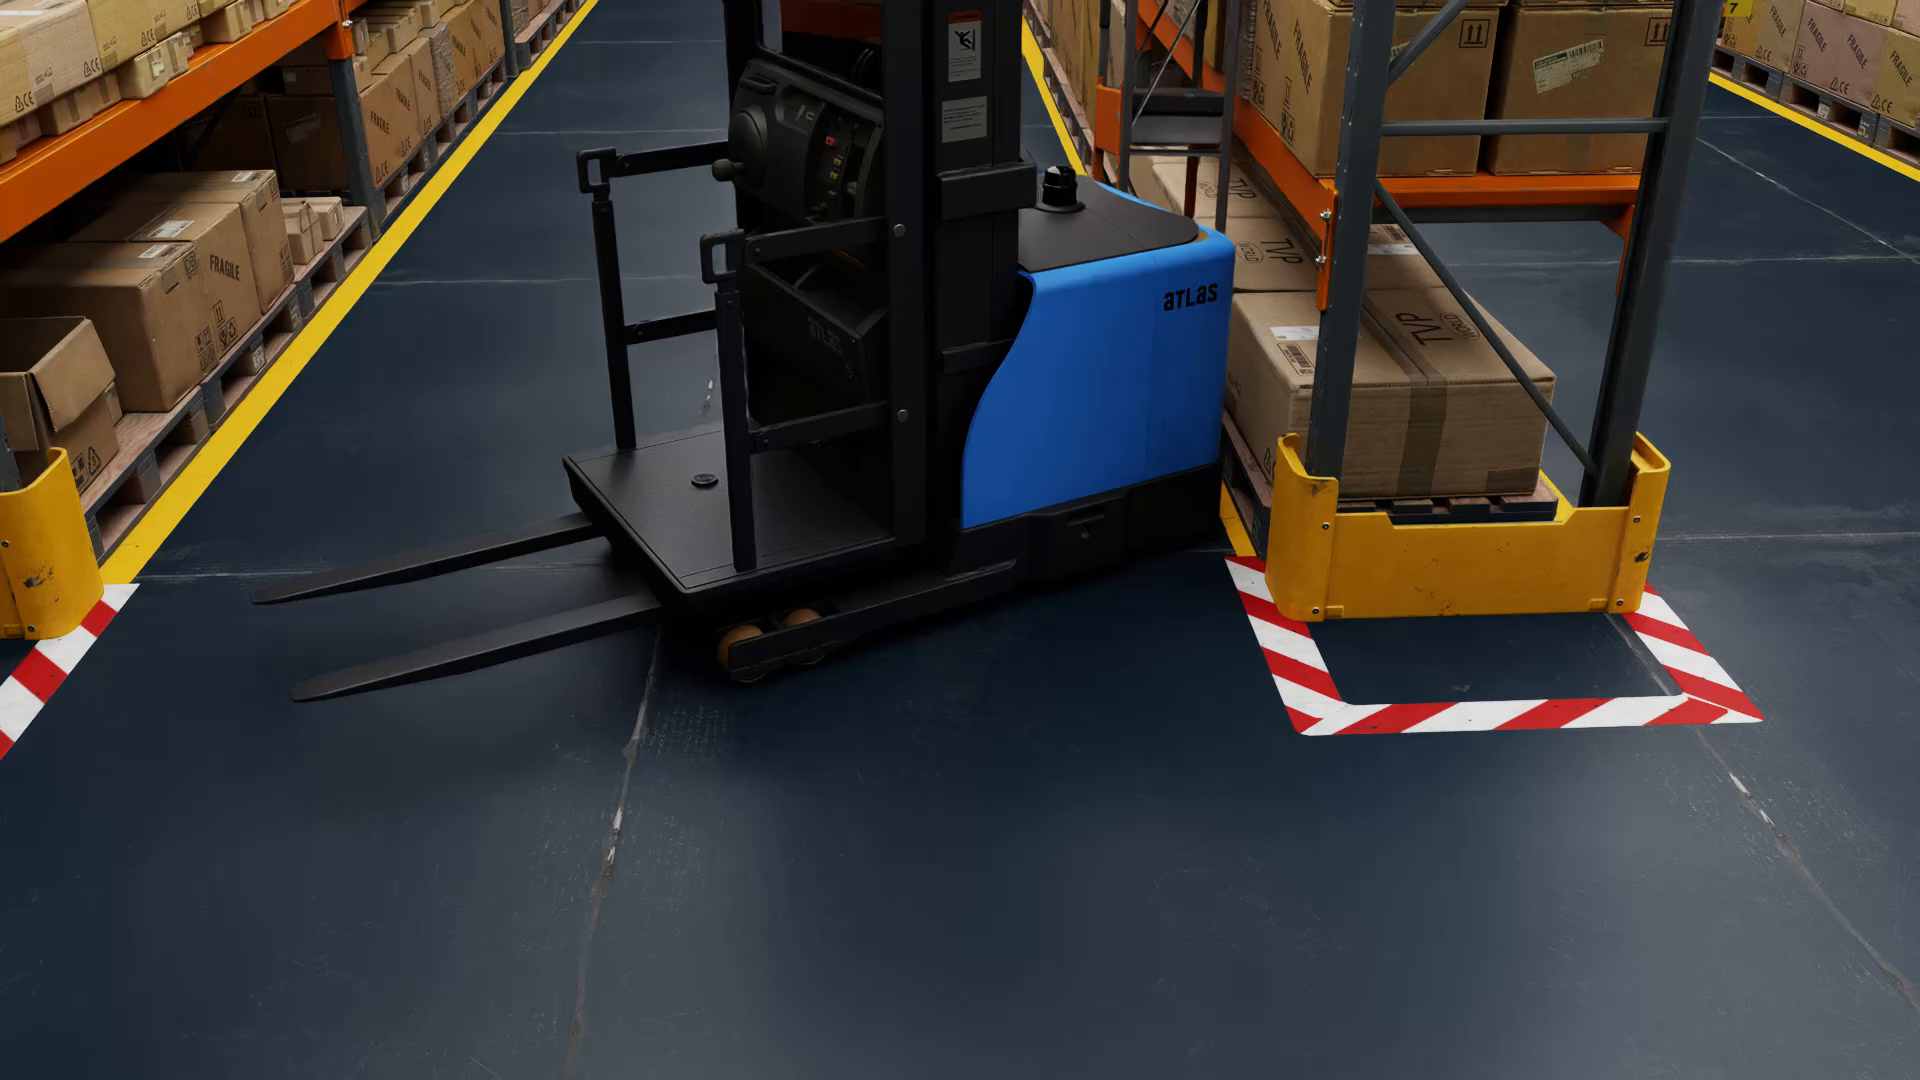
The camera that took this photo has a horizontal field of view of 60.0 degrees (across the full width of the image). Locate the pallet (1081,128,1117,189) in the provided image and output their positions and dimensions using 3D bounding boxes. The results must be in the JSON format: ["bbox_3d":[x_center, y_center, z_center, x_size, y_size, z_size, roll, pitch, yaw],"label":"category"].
[{"bbox_3d":[1.272,-2.139,9.623,1.003,0.211,1.213,-1,28,-3],"label":"pallet"}]

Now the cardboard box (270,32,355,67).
[{"bbox_3d":[-3.383,-2.568,8.655,0.380,0.149,0.250,-2,28,-4],"label":"cardboard box"}]

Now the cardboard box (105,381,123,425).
[{"bbox_3d":[-3.281,-0.456,6.010,0.380,0.149,0.250,-2,28,-5],"label":"cardboard box"}]

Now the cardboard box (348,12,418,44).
[{"bbox_3d":[-3.453,-3.039,9.880,0.380,0.149,0.250,0,28,-1],"label":"cardboard box"}]

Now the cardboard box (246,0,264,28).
[{"bbox_3d":[-3.240,-2.286,7.161,0.380,0.149,0.250,-1,28,-1],"label":"cardboard box"}]

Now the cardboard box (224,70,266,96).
[{"bbox_3d":[-3.876,-2.428,8.709,0.380,0.149,0.250,-2,28,-5],"label":"cardboard box"}]

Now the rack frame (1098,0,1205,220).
[{"bbox_3d":[0.716,-1.523,6.398,0.400,2.100,0.015,-1,18,-6],"label":"rack frame"}]

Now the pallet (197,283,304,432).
[{"bbox_3d":[-3.467,-0.781,7.020,1.003,0.211,1.213,-1,28,-3],"label":"pallet"}]

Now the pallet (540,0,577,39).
[{"bbox_3d":[-3.843,-4.454,14.061,1.003,0.211,1.213,-1,28,-3],"label":"pallet"}]

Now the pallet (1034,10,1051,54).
[{"bbox_3d":[1.140,-3.993,13.177,1.003,0.211,1.213,-1,28,-3],"label":"pallet"}]

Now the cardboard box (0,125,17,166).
[{"bbox_3d":[-3.163,-1.216,5.109,0.380,0.149,0.250,-1,28,-1],"label":"cardboard box"}]

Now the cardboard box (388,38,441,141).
[{"bbox_3d":[-3.429,-2.683,9.899,0.500,0.500,0.500,-2,28,-4],"label":"cardboard box"}]

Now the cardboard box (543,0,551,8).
[{"bbox_3d":[-3.874,-4.781,13.787,0.875,0.625,0.625,-2,28,-5],"label":"cardboard box"}]

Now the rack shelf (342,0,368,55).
[{"bbox_3d":[-3.673,-3.504,10.003,1.077,0.370,4.000,-1,28,-3],"label":"rack shelf"}]

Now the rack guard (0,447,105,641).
[{"bbox_3d":[-3.364,0.021,5.169,1.175,0.500,0.348,-1,28,-3],"label":"rack guard"}]

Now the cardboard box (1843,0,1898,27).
[{"bbox_3d":[5.979,-3.417,10.496,0.500,0.250,0.500,-3,28,-5],"label":"cardboard box"}]

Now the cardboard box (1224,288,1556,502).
[{"bbox_3d":[1.462,-0.526,5.832,0.875,0.438,0.875,-2,28,-4],"label":"cardboard box"}]

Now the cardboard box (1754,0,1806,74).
[{"bbox_3d":[5.929,-3.548,11.557,0.500,0.500,0.500,-1,28,-2],"label":"cardboard box"}]

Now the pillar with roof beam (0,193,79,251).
[{"bbox_3d":[-0.134,-5.320,6.220,9.100,9.000,0.400,-1,28,-3],"label":"pillar with roof beam"}]

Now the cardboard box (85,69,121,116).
[{"bbox_3d":[-3.183,-1.577,5.802,0.380,0.149,0.250,-1,28,-2],"label":"cardboard box"}]

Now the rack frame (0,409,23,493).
[{"bbox_3d":[-3.360,-1.052,4.524,1.000,3.000,0.127,-1,28,-3],"label":"rack frame"}]

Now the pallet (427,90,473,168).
[{"bbox_3d":[-3.716,-2.603,10.512,1.003,0.211,1.213,-1,28,-3],"label":"pallet"}]

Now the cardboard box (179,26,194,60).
[{"bbox_3d":[-3.237,-1.934,6.486,0.380,0.149,0.250,-1,28,-3],"label":"cardboard box"}]

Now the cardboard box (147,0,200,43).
[{"bbox_3d":[-3.219,-2.036,6.251,0.500,0.250,0.500,-2,28,-4],"label":"cardboard box"}]

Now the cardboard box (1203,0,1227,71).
[{"bbox_3d":[1.219,-2.142,6.506,0.500,0.500,0.500,-1,28,-1],"label":"cardboard box"}]

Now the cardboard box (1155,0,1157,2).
[{"bbox_3d":[1.151,-2.842,7.848,0.500,0.500,0.500,-1,28,-1],"label":"cardboard box"}]

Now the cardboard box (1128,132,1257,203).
[{"bbox_3d":[1.313,-1.779,8.233,0.875,0.438,0.875,-2,28,-3],"label":"cardboard box"}]

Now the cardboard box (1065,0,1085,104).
[{"bbox_3d":[1.174,-3.380,10.829,0.875,0.875,0.875,-1,28,-2],"label":"cardboard box"}]

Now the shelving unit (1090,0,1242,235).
[{"bbox_3d":[0.742,-1.450,6.167,0.431,2.100,0.503,-1,18,-6],"label":"shelving unit"}]

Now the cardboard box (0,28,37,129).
[{"bbox_3d":[-3.115,-1.334,4.904,0.500,0.250,0.500,-1,28,-2],"label":"cardboard box"}]

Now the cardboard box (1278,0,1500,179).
[{"bbox_3d":[1.307,-1.435,5.149,0.500,0.500,0.500,-1,28,-2],"label":"cardboard box"}]

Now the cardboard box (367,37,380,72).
[{"bbox_3d":[-3.439,-2.681,9.195,0.380,0.149,0.250,-3,28,-5],"label":"cardboard box"}]

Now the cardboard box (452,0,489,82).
[{"bbox_3d":[-3.525,-3.403,11.280,0.500,0.500,0.500,-2,28,-3],"label":"cardboard box"}]

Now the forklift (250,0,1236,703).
[{"bbox_3d":[-0.640,-1.156,4.797,3.031,2.935,1.130,-15,31,-26],"label":"forklift"}]

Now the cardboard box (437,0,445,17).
[{"bbox_3d":[-3.502,-3.404,10.581,0.380,0.149,0.250,-2,28,-3],"label":"cardboard box"}]

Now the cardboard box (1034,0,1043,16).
[{"bbox_3d":[1.113,-4.491,13.505,0.950,0.372,0.625,-2,28,-4],"label":"cardboard box"}]

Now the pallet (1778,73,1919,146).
[{"bbox_3d":[6.217,-2.875,11.034,1.003,0.211,1.213,-1,28,-3],"label":"pallet"}]

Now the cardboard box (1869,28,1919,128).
[{"bbox_3d":[6.009,-2.838,10.196,0.500,0.500,0.500,-2,28,-4],"label":"cardboard box"}]

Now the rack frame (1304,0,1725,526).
[{"bbox_3d":[1.597,-1.174,4.757,1.000,3.000,0.127,-1,28,-3],"label":"rack frame"}]

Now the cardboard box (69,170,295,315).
[{"bbox_3d":[-3.357,-1.290,7.229,0.700,0.500,0.500,-2,28,-5],"label":"cardboard box"}]
